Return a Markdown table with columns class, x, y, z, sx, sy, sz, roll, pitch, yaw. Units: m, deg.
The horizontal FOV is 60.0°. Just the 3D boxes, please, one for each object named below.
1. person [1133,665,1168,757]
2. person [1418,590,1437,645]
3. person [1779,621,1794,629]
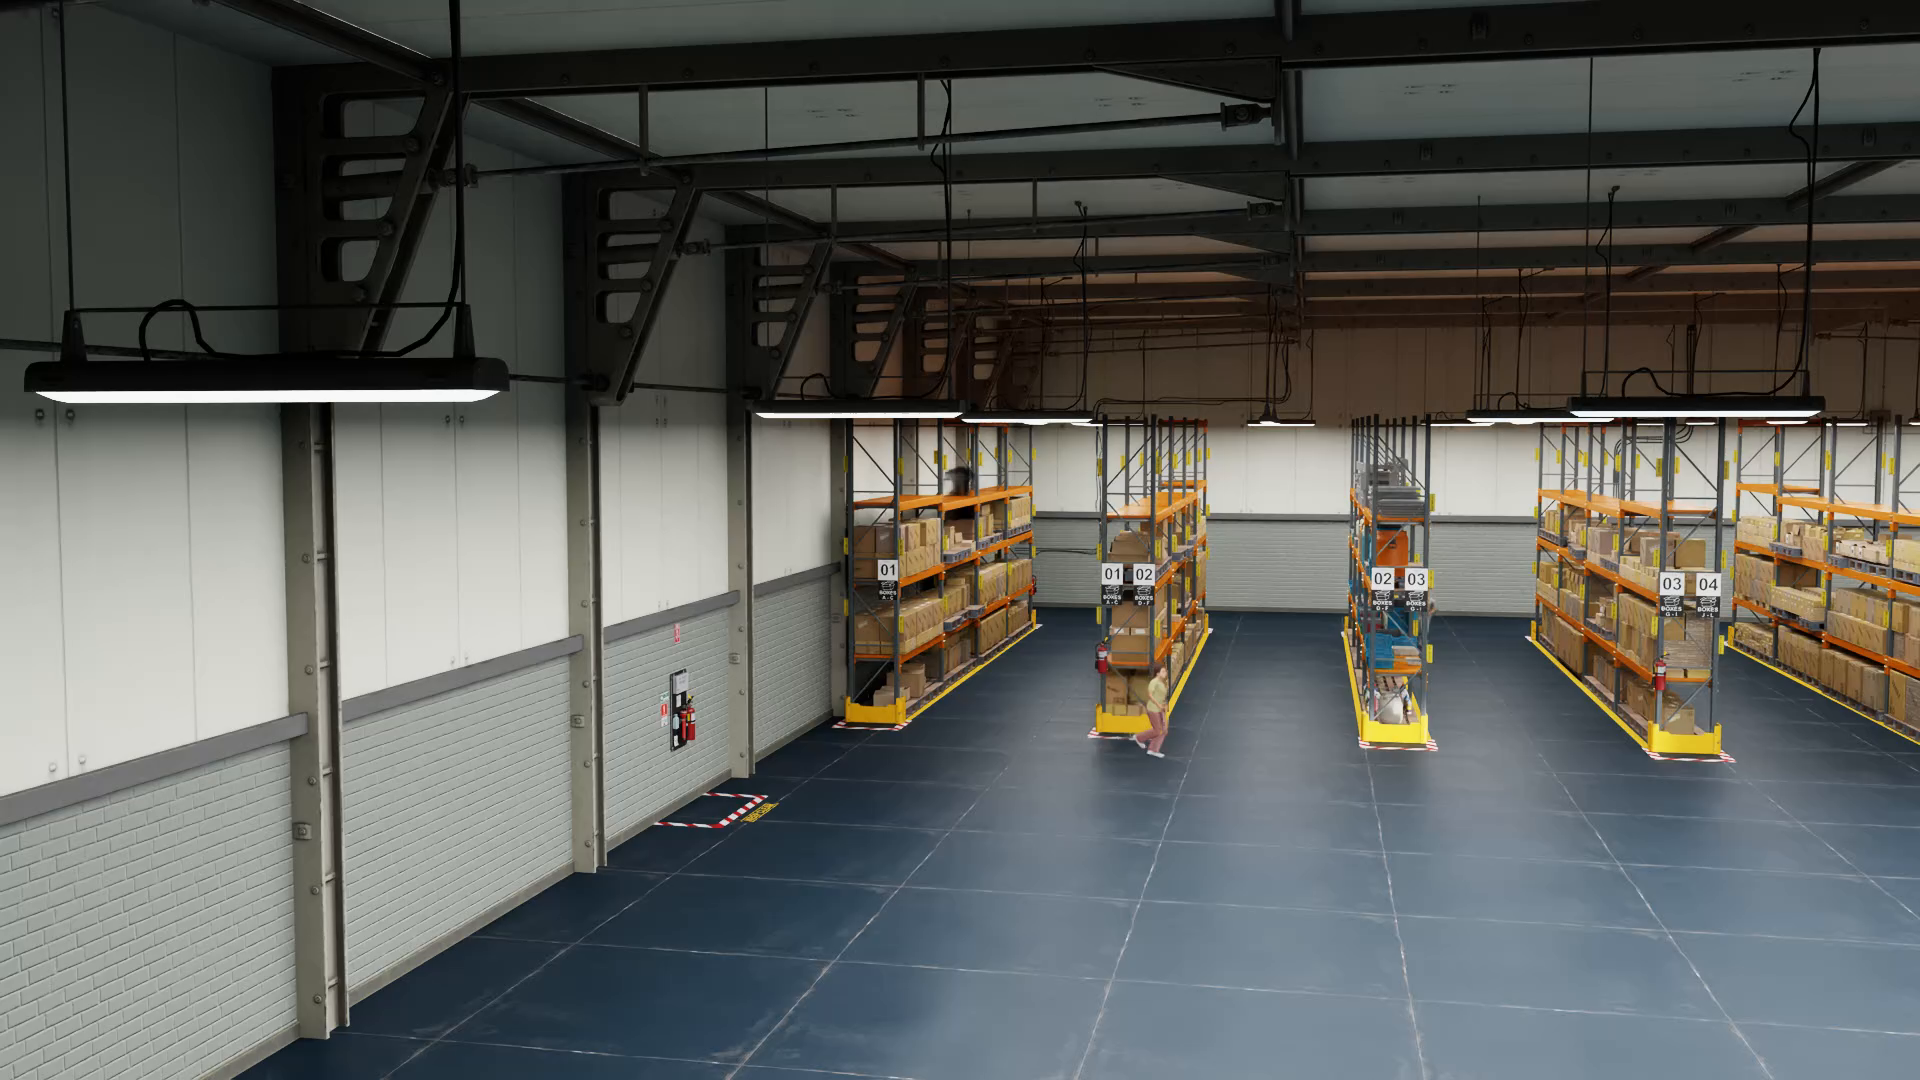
| class | x | y | z | sx | sy | sz | roll | pitch | yaw |
| --- | --- | --- | --- | --- | --- | --- | --- | --- | --- |
| person | 3.333 | 2.983 | 29.176 | 0.627 | 1.622 | 0.569 | 2 | 4 | 29 |
| person | 12.119 | 2.069 | 43.399 | 0.605 | 1.622 | 0.956 | 1 | 4 | 9 |
| person | 22.116 | 1.981 | 44.472 | 0.678 | 1.632 | 0.548 | 3 | 5 | 34 |
